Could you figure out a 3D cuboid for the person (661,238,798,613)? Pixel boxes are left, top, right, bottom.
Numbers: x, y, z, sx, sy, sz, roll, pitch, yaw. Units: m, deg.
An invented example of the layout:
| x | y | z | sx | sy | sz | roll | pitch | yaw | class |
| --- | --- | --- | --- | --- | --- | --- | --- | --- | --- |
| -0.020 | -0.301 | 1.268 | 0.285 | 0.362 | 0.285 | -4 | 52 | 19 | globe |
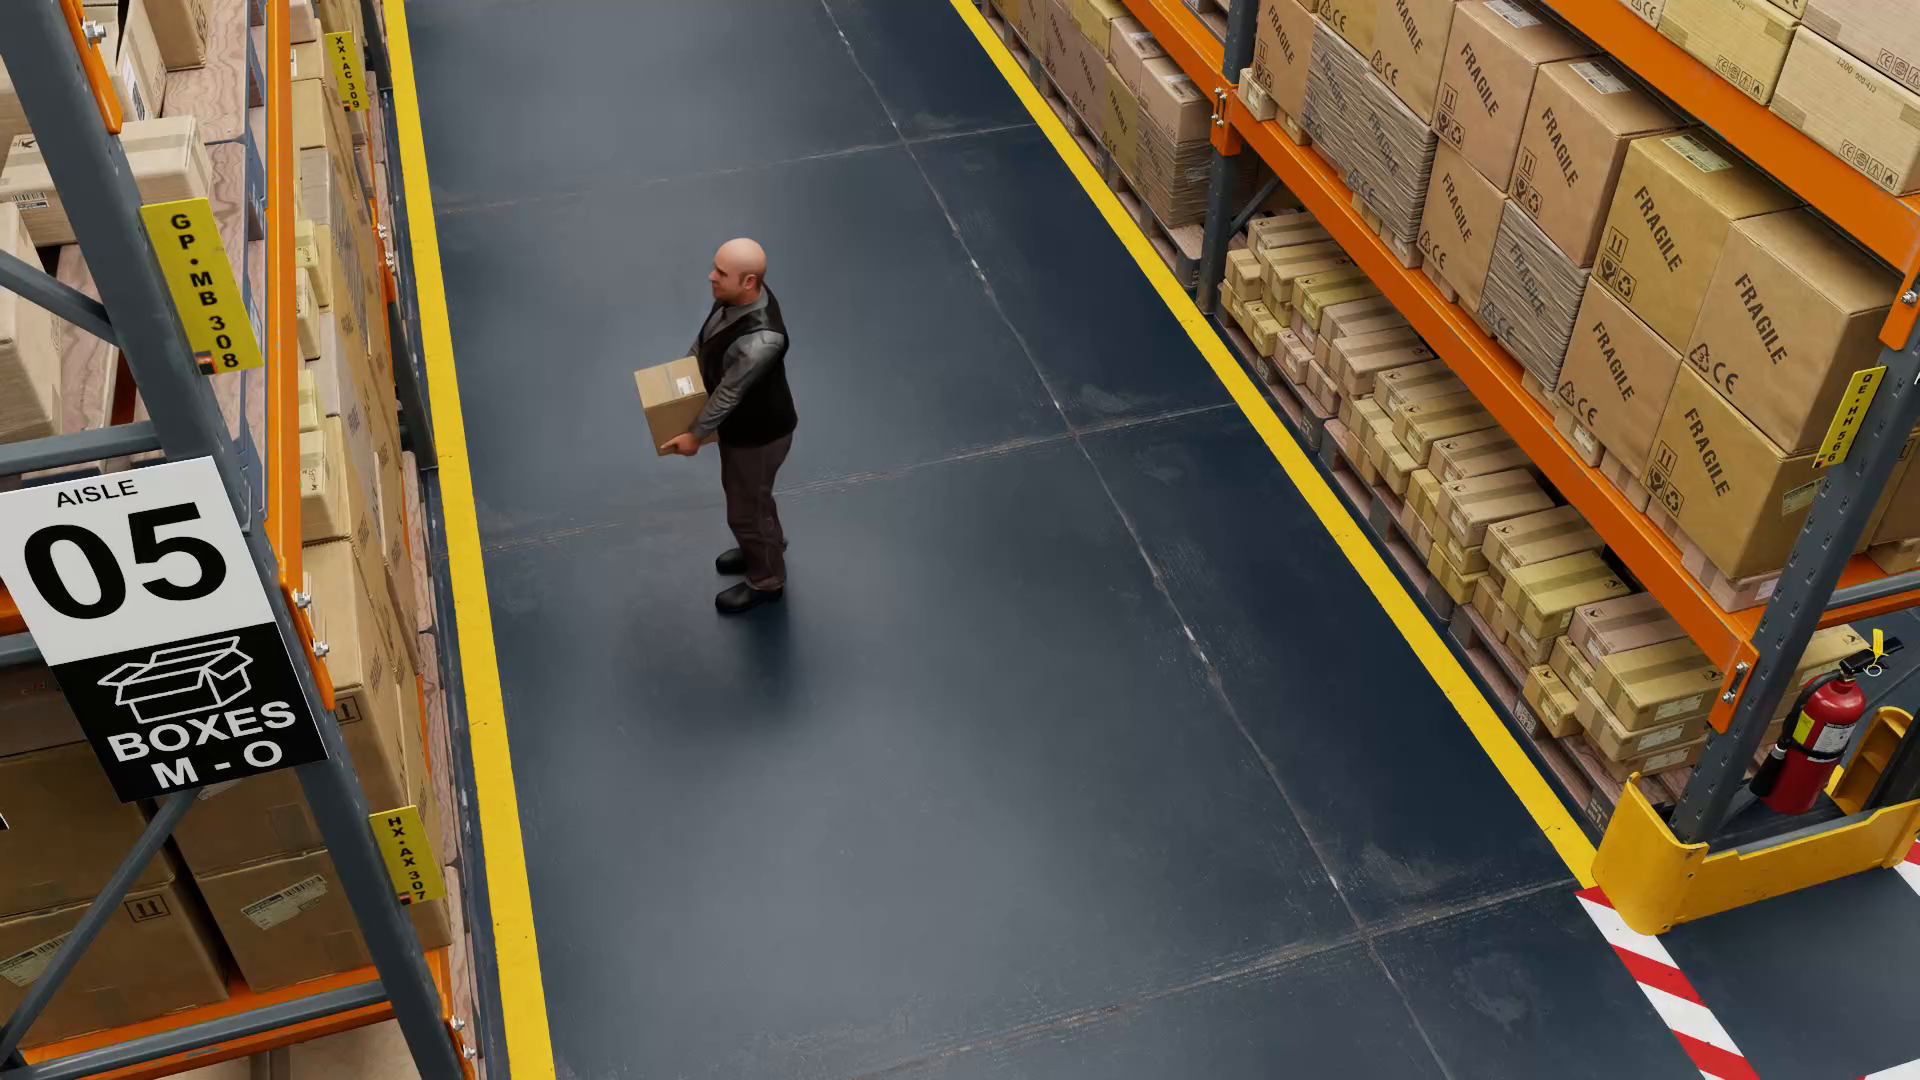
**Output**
| x | y | z | sx | sy | sz | roll | pitch | yaw | class |
| --- | --- | --- | --- | --- | --- | --- | --- | --- | --- |
| -0.935 | -0.437 | 6.669 | 0.555 | 1.718 | 0.495 | -12 | 43 | -13 | person |
